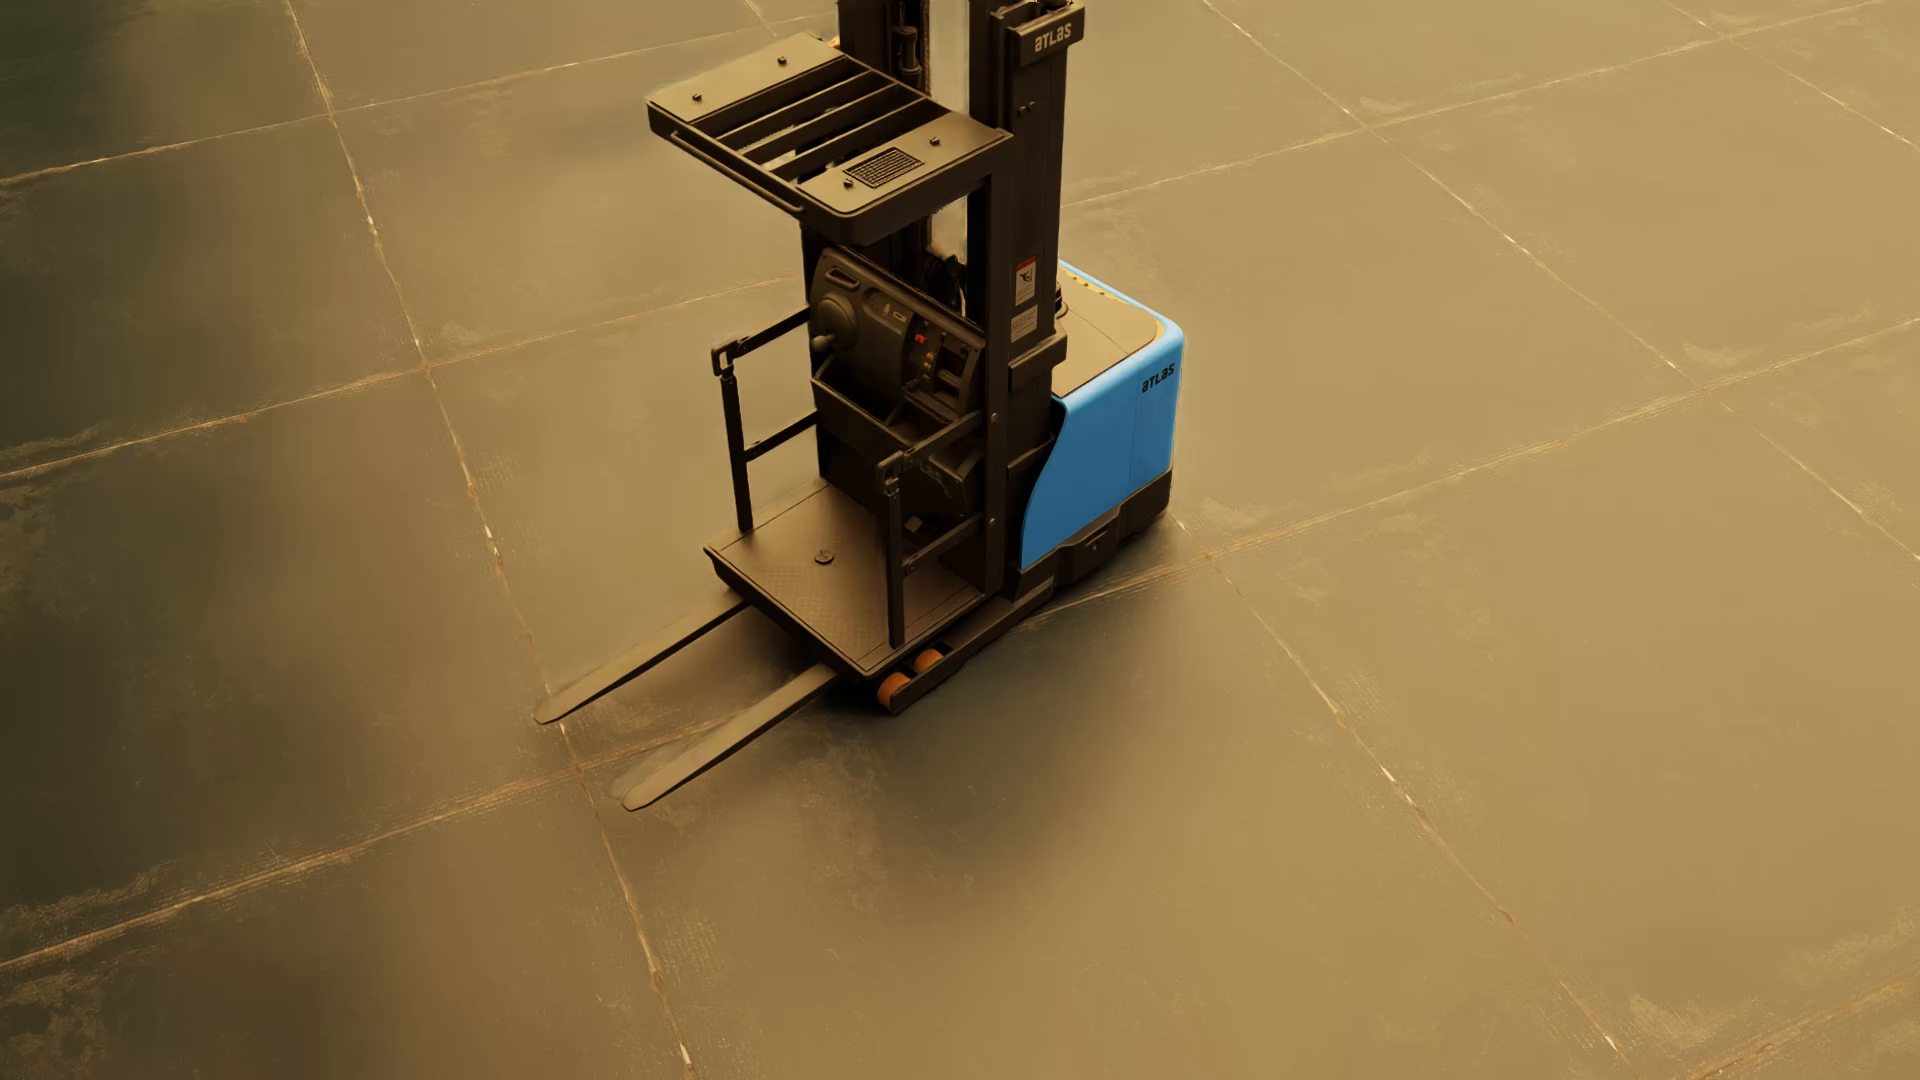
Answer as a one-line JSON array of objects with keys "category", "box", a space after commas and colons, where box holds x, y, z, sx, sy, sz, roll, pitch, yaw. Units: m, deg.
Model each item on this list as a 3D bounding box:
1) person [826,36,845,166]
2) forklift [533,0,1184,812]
[{"category": "person", "box": [-0.497, -2.463, 9.275, 0.601, 1.648, 0.760, -27, 49, -26]}, {"category": "forklift", "box": [-0.414, -0.747, 6.481, 3.031, 2.935, 1.130, -34, 52, -31]}]
